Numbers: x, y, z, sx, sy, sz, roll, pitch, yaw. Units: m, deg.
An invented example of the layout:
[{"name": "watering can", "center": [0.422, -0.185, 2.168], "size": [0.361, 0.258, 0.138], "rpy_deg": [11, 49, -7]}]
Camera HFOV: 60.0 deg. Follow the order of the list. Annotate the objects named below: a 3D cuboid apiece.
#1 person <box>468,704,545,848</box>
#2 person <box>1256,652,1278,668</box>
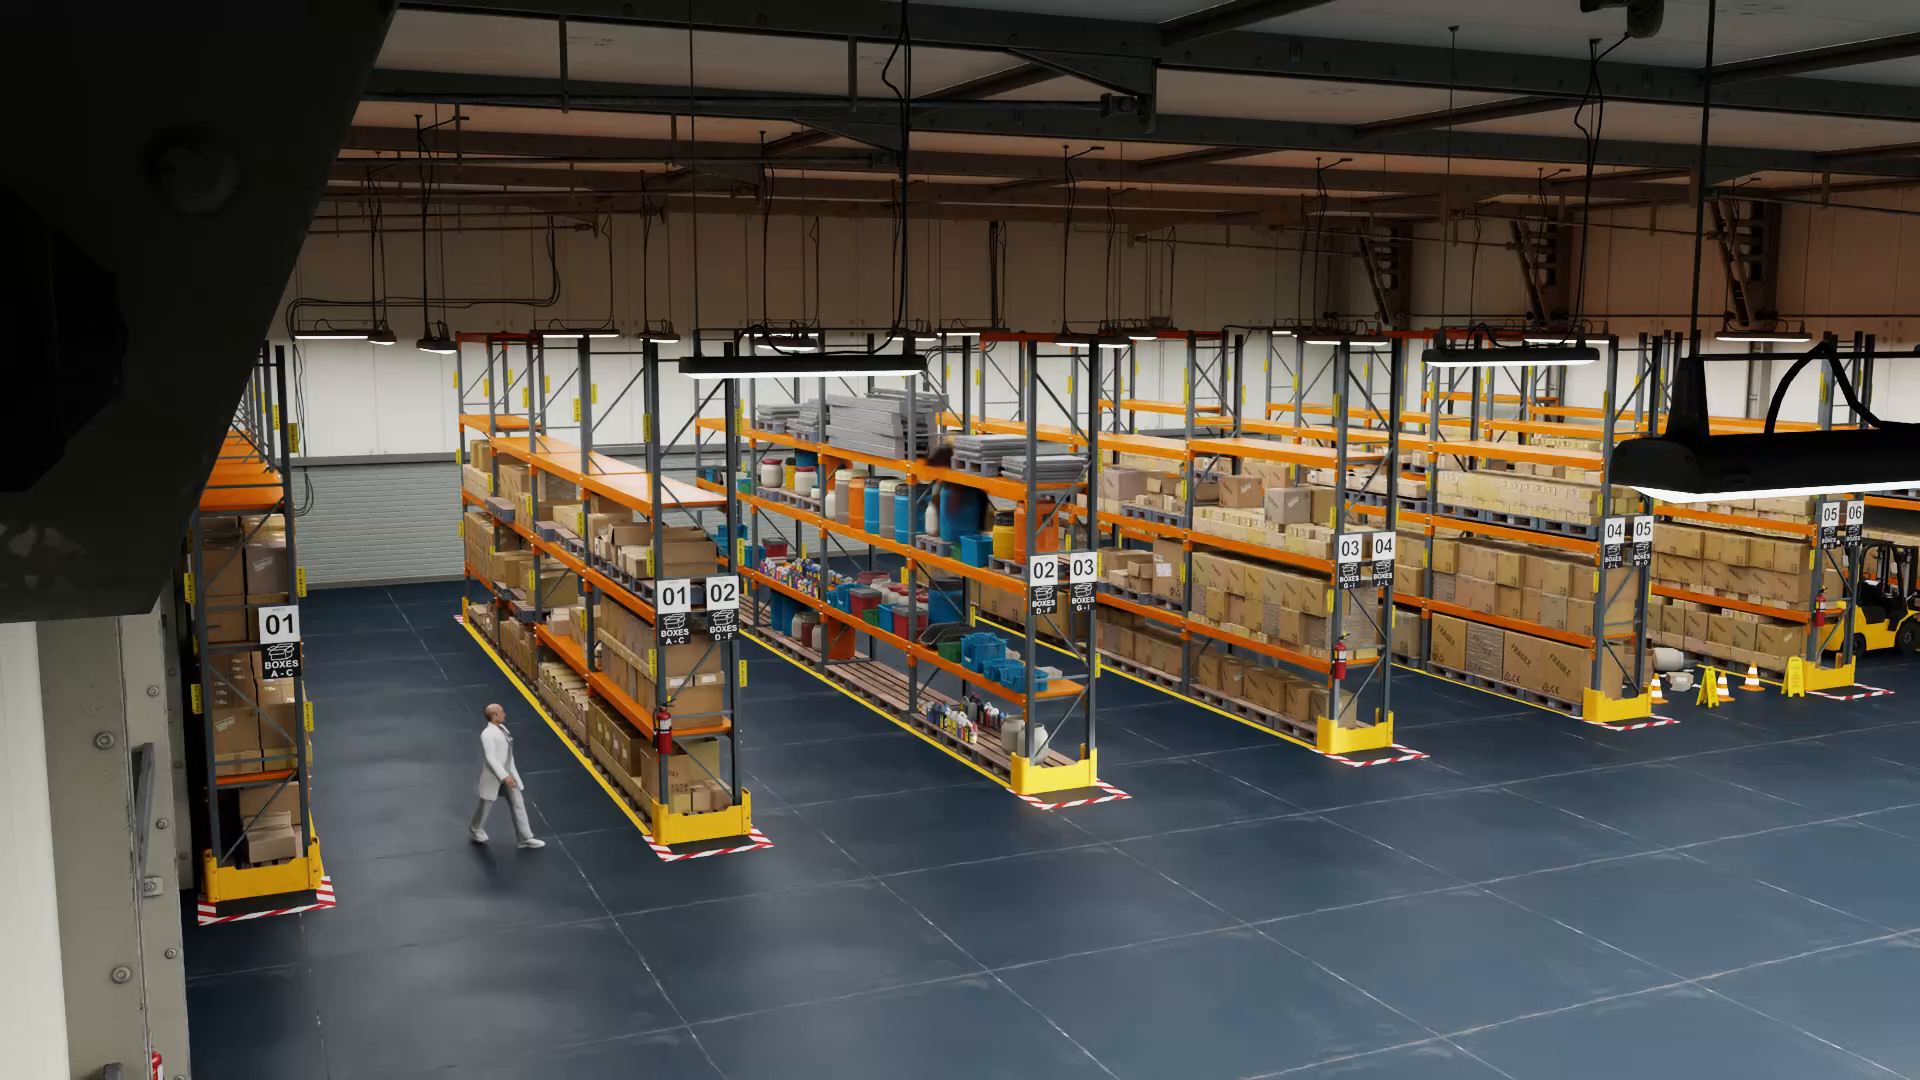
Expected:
[{"name": "person", "center": [-5.471, 2.803, 19.788], "size": [1.158, 1.720, 0.530], "rpy_deg": [6, 10, 38]}, {"name": "person", "center": [5.379, 1.521, 29.309], "size": [0.606, 1.771, 0.622], "rpy_deg": [2, 8, 13]}]
